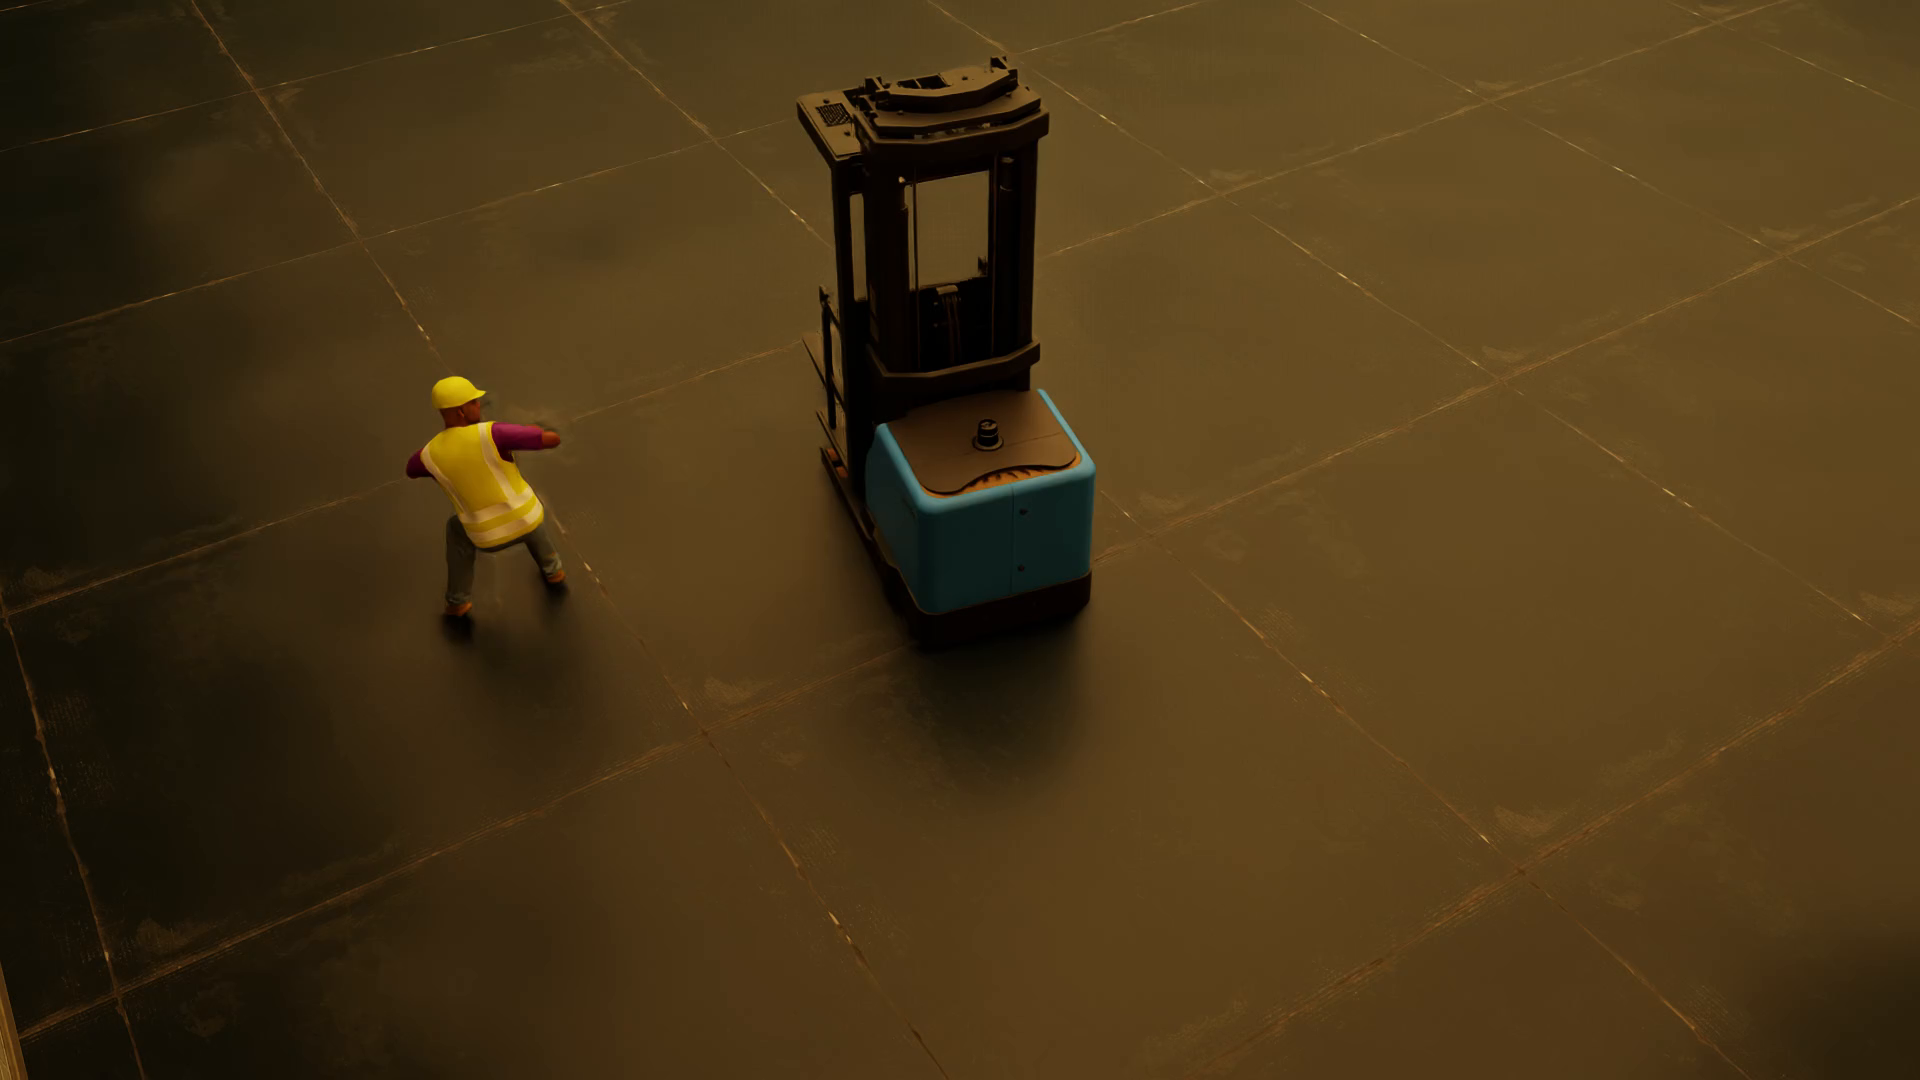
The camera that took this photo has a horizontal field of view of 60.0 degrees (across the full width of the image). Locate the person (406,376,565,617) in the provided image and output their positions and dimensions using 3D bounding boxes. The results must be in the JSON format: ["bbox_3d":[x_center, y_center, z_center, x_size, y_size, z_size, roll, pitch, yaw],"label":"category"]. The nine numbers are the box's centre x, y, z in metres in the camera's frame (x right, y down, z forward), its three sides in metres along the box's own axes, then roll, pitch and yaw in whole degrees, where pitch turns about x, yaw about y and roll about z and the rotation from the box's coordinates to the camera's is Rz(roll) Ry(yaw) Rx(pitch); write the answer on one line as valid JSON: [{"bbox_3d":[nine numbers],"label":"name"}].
[{"bbox_3d":[-2.641,-0.296,9.336,0.844,1.505,0.913,-13,43,-15],"label":"person"}]

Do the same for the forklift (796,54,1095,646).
[{"bbox_3d":[-0.238,-1.491,9.577,1.130,2.935,3.031,-14,43,-15],"label":"forklift"}]
